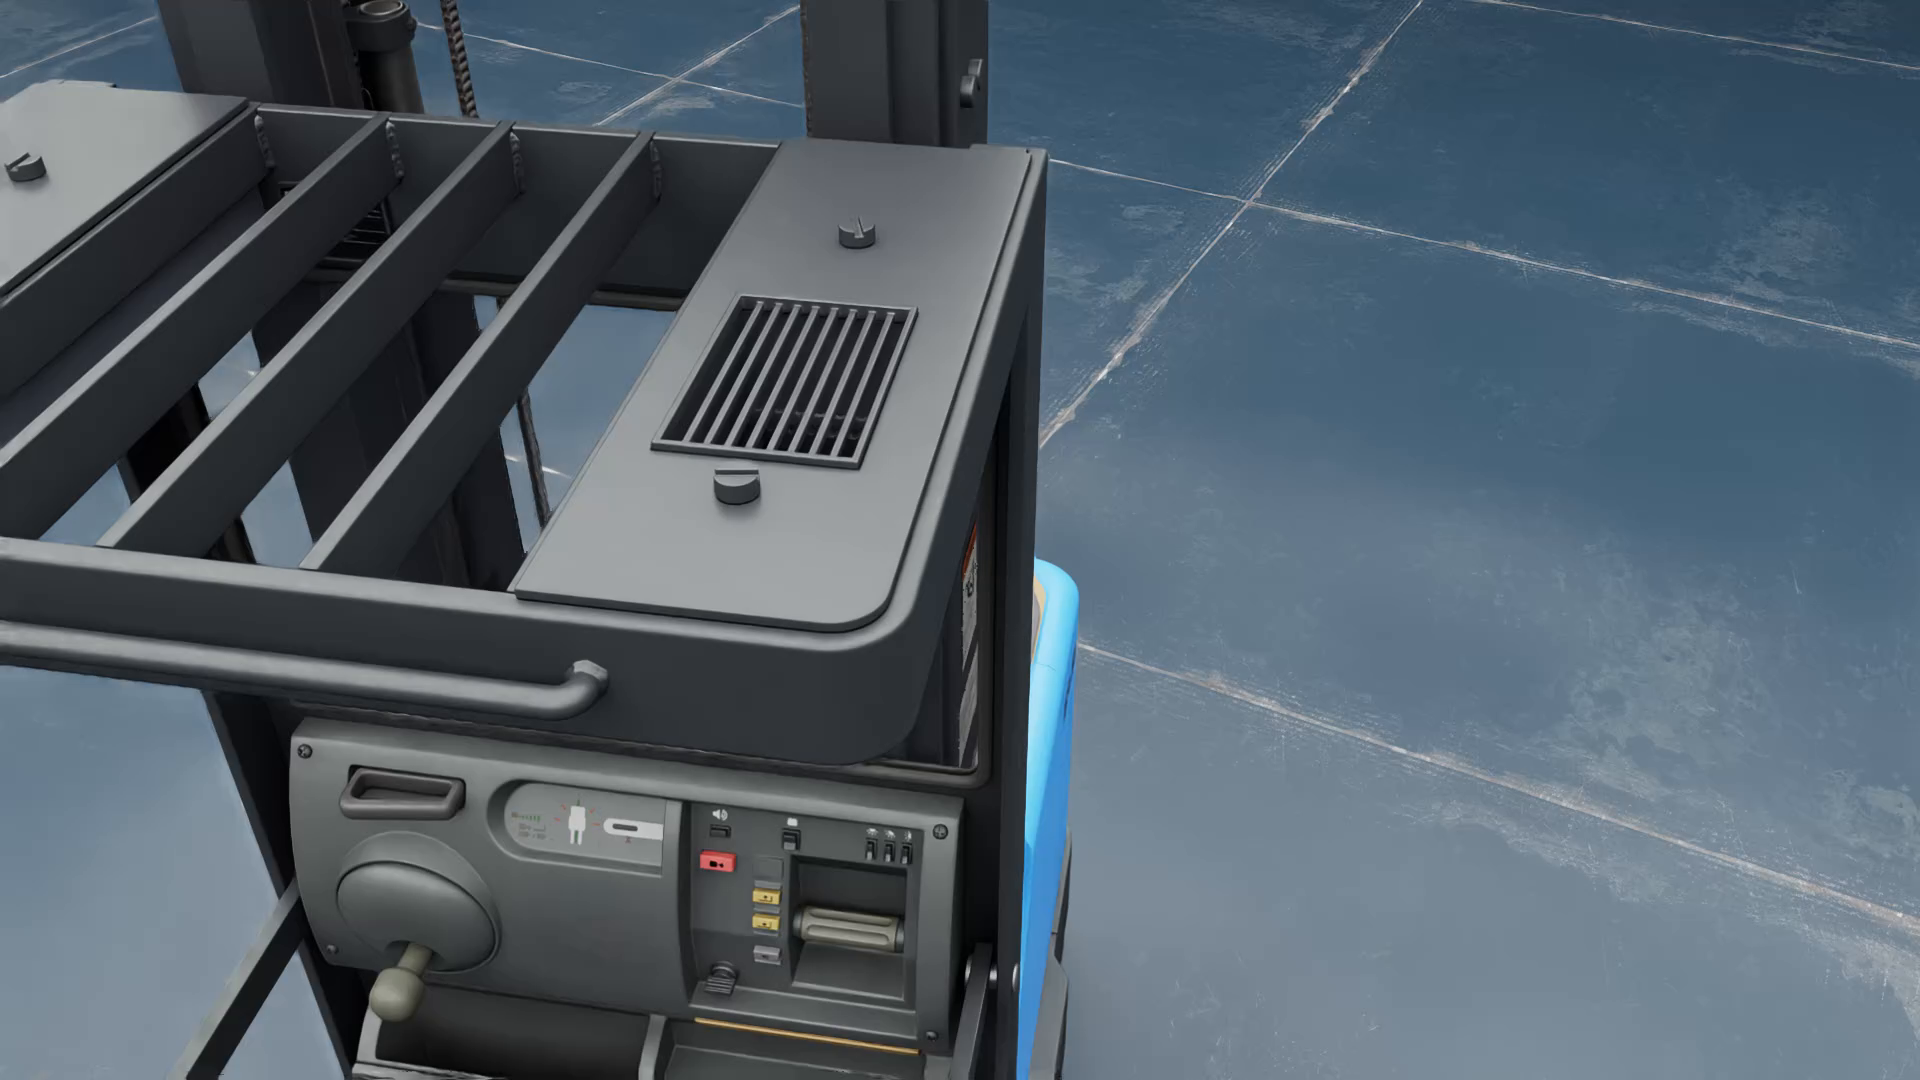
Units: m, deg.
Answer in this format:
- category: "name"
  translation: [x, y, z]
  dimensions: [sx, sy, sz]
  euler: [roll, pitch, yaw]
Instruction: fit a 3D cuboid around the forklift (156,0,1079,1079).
- category: "forklift"
  translation: [-0.405, 0.258, 2.539]
  dimensions: [1.129, 2.867, 1.939]
  euler: [6, 38, 8]
